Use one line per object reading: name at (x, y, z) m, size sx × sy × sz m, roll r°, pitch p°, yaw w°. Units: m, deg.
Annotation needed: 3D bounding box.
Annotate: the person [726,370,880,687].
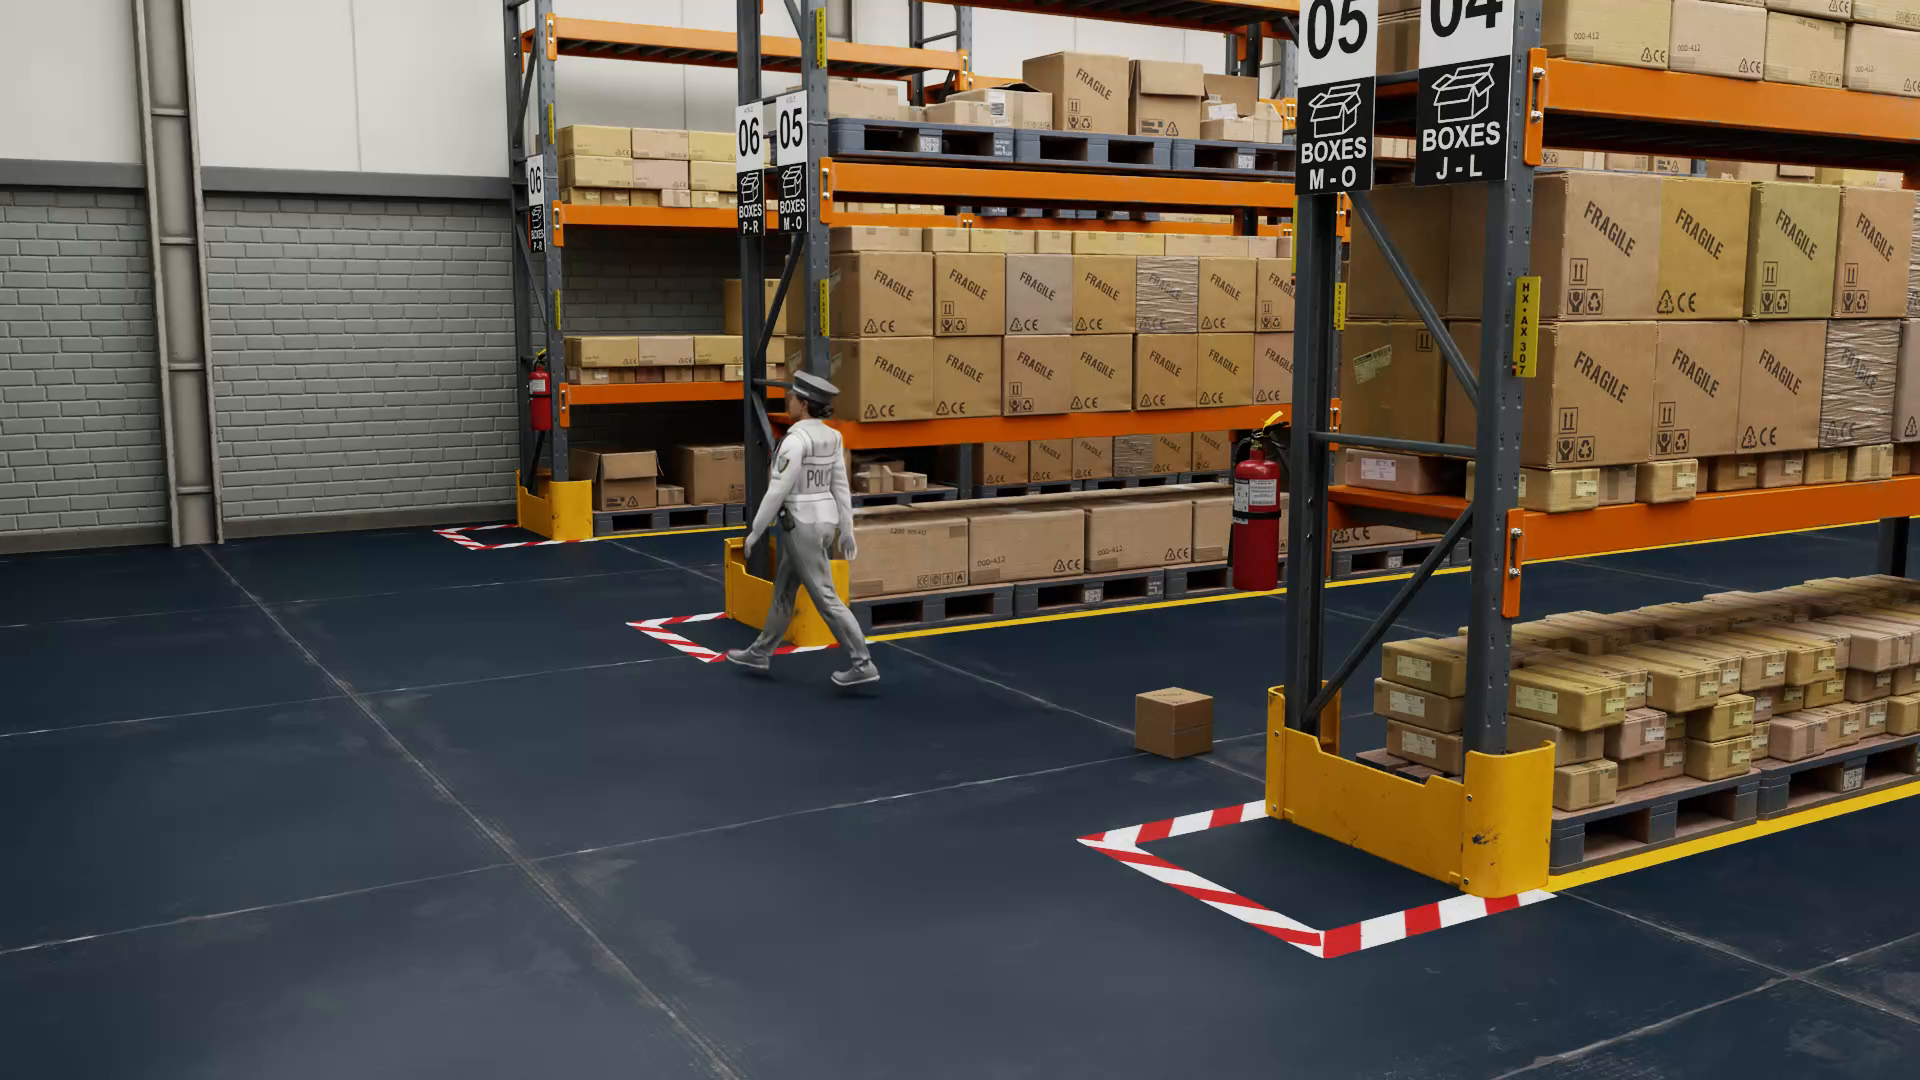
person at (-0.860, -0.074, 8.664) m, size 1.029 × 1.619 × 0.513 m, roll 3°, pitch 9°, yaw 22°
